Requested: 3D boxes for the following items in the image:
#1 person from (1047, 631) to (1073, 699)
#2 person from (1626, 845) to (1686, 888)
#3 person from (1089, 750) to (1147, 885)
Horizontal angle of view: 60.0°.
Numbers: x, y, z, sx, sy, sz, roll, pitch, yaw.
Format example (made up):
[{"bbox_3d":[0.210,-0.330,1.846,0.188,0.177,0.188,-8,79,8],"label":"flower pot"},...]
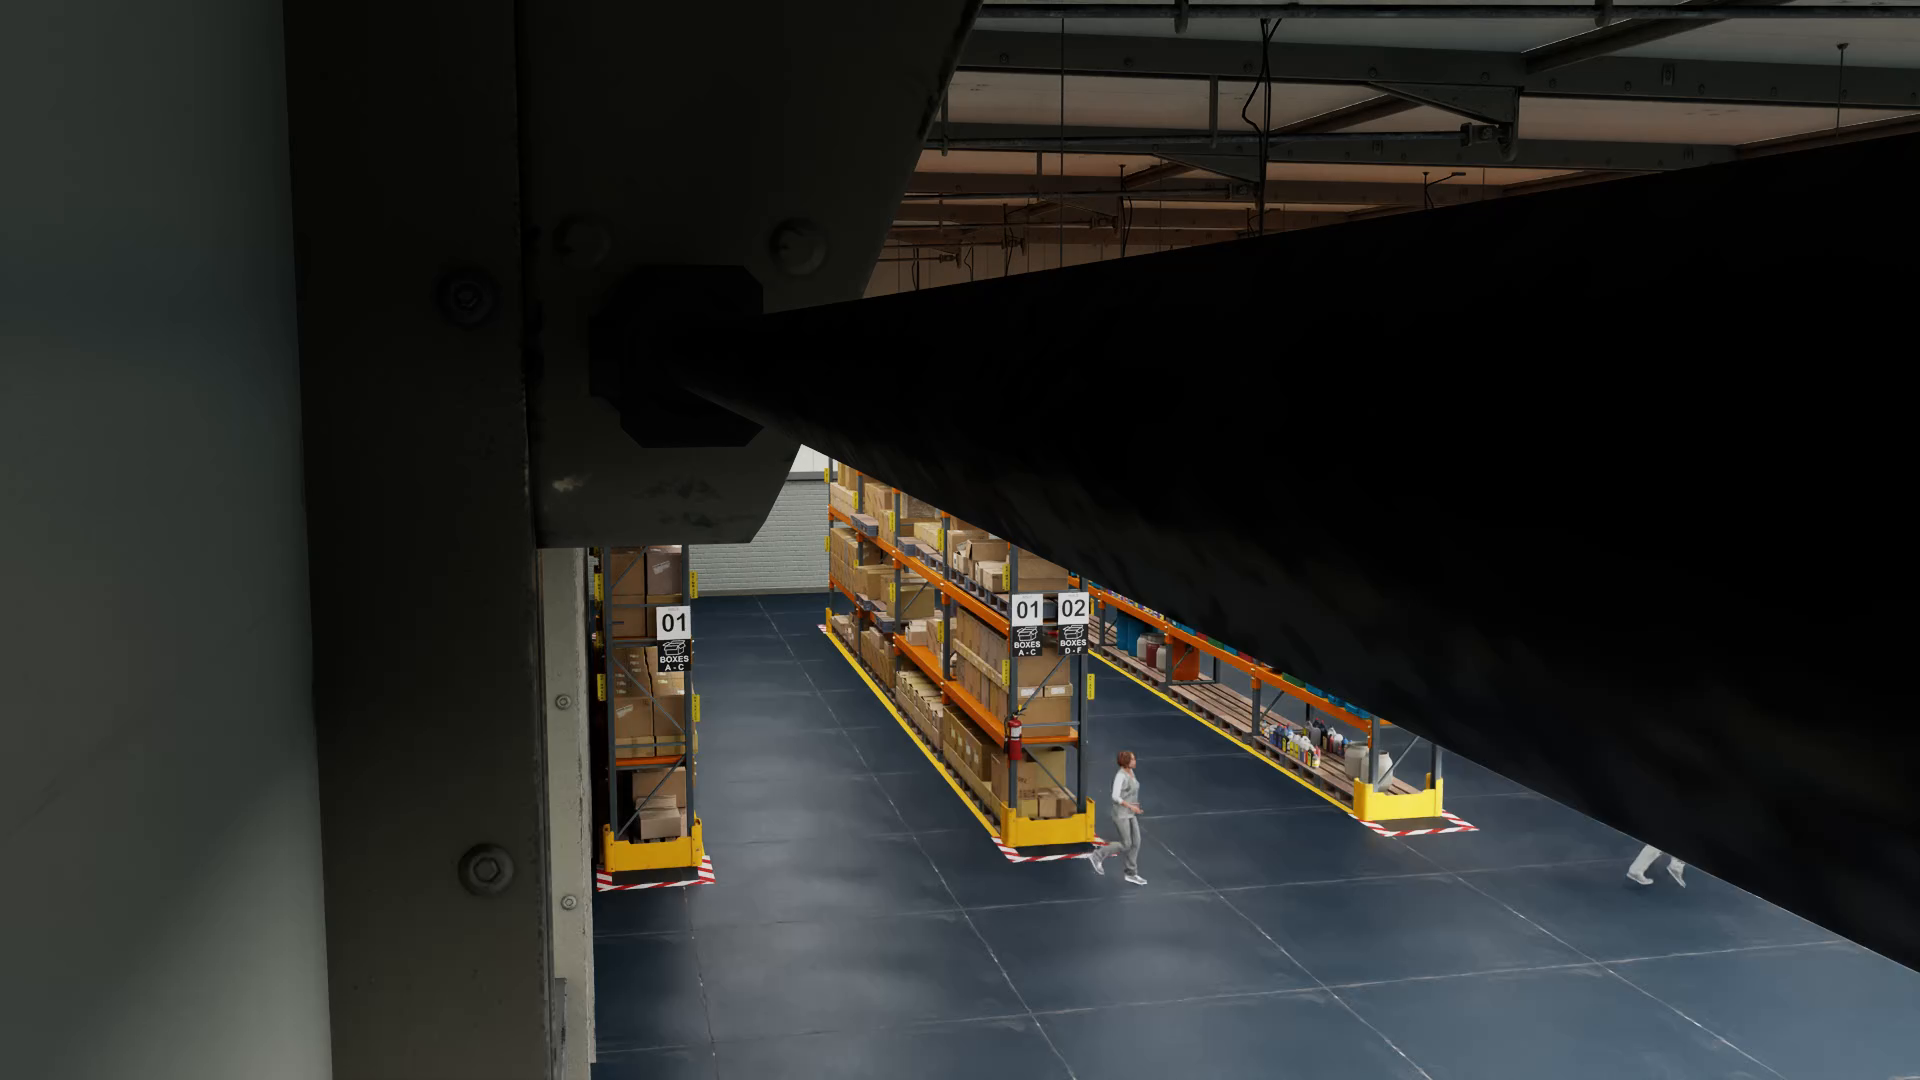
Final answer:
[{"bbox_3d":[1.648,1.816,28.855,0.642,1.798,0.794,-3,7,-23],"label":"person"},{"bbox_3d":[8.236,3.224,19.338,0.857,1.687,0.610,2,7,19],"label":"person"},{"bbox_3d":[1.884,3.241,19.553,0.691,1.594,0.567,3,7,22],"label":"person"}]
